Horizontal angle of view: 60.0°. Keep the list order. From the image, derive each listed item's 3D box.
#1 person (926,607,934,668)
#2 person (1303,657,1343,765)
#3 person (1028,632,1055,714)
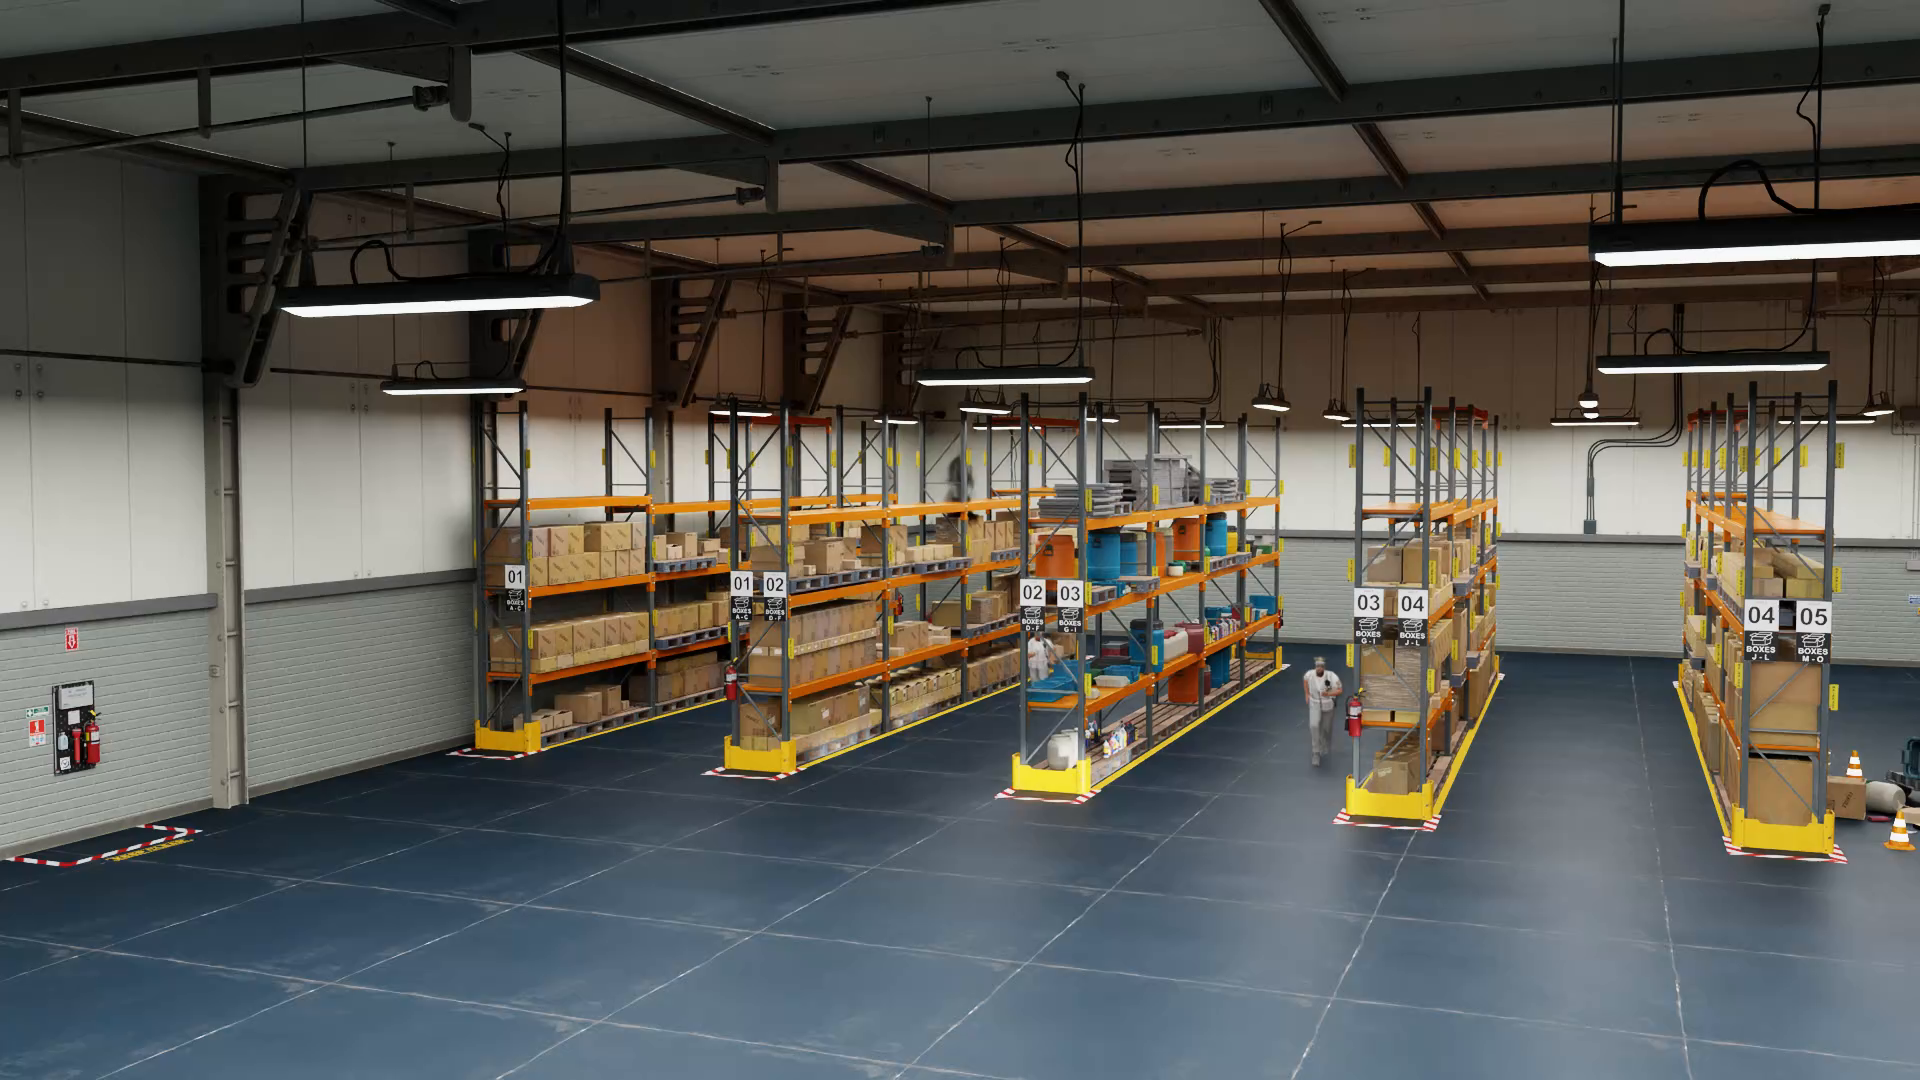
[{"bbox_3d":[-0.519,2.352,38.173,0.704,1.695,1.021,1,3,26],"label":"person"},{"bbox_3d":[6.027,2.803,27.622,0.659,1.799,1.025,1,3,17],"label":"person"},{"bbox_3d":[1.568,2.584,32.983,0.574,1.758,0.778,1,3,14],"label":"person"}]
